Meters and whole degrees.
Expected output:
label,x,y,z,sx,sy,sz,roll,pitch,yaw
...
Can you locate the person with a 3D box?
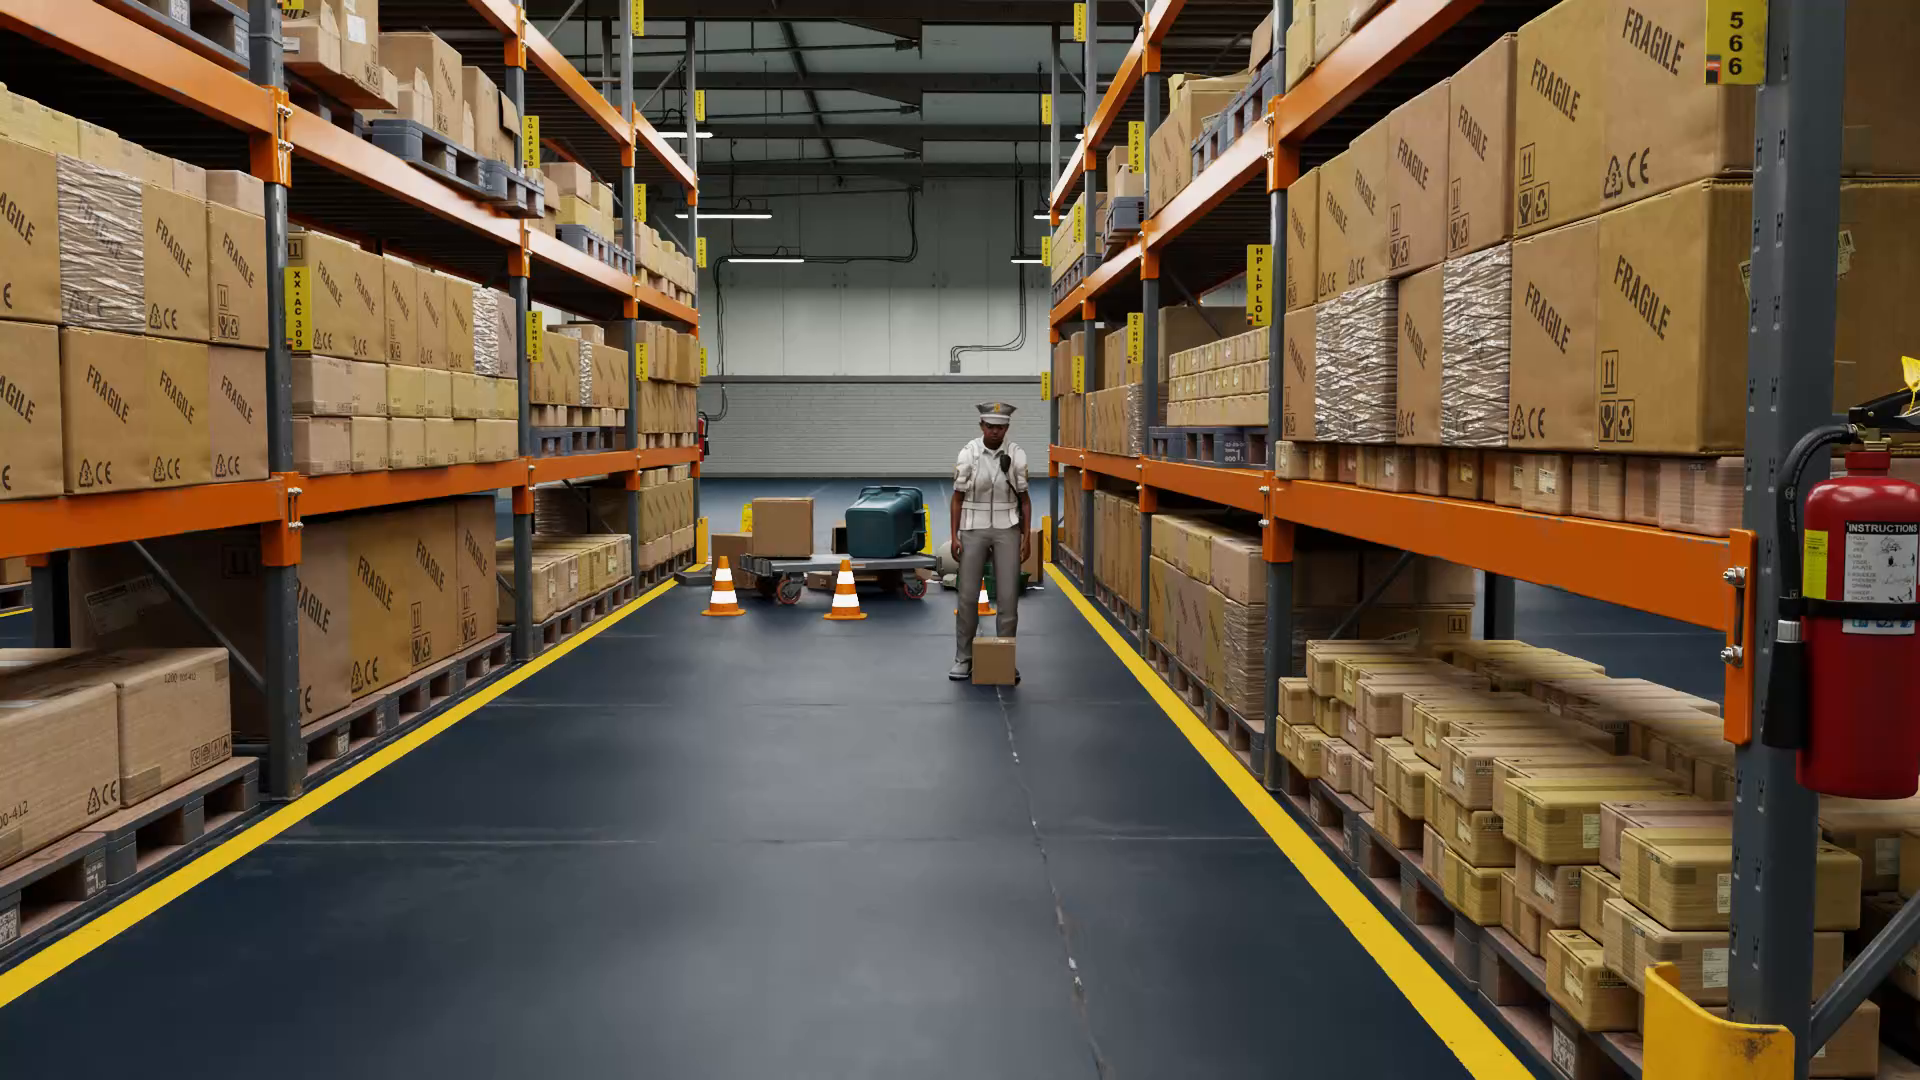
label,x,y,z,sx,sy,sz,roll,pitch,yaw
person,0.182,-0.001,10.025,0.503,1.656,0.421,0,4,-2
